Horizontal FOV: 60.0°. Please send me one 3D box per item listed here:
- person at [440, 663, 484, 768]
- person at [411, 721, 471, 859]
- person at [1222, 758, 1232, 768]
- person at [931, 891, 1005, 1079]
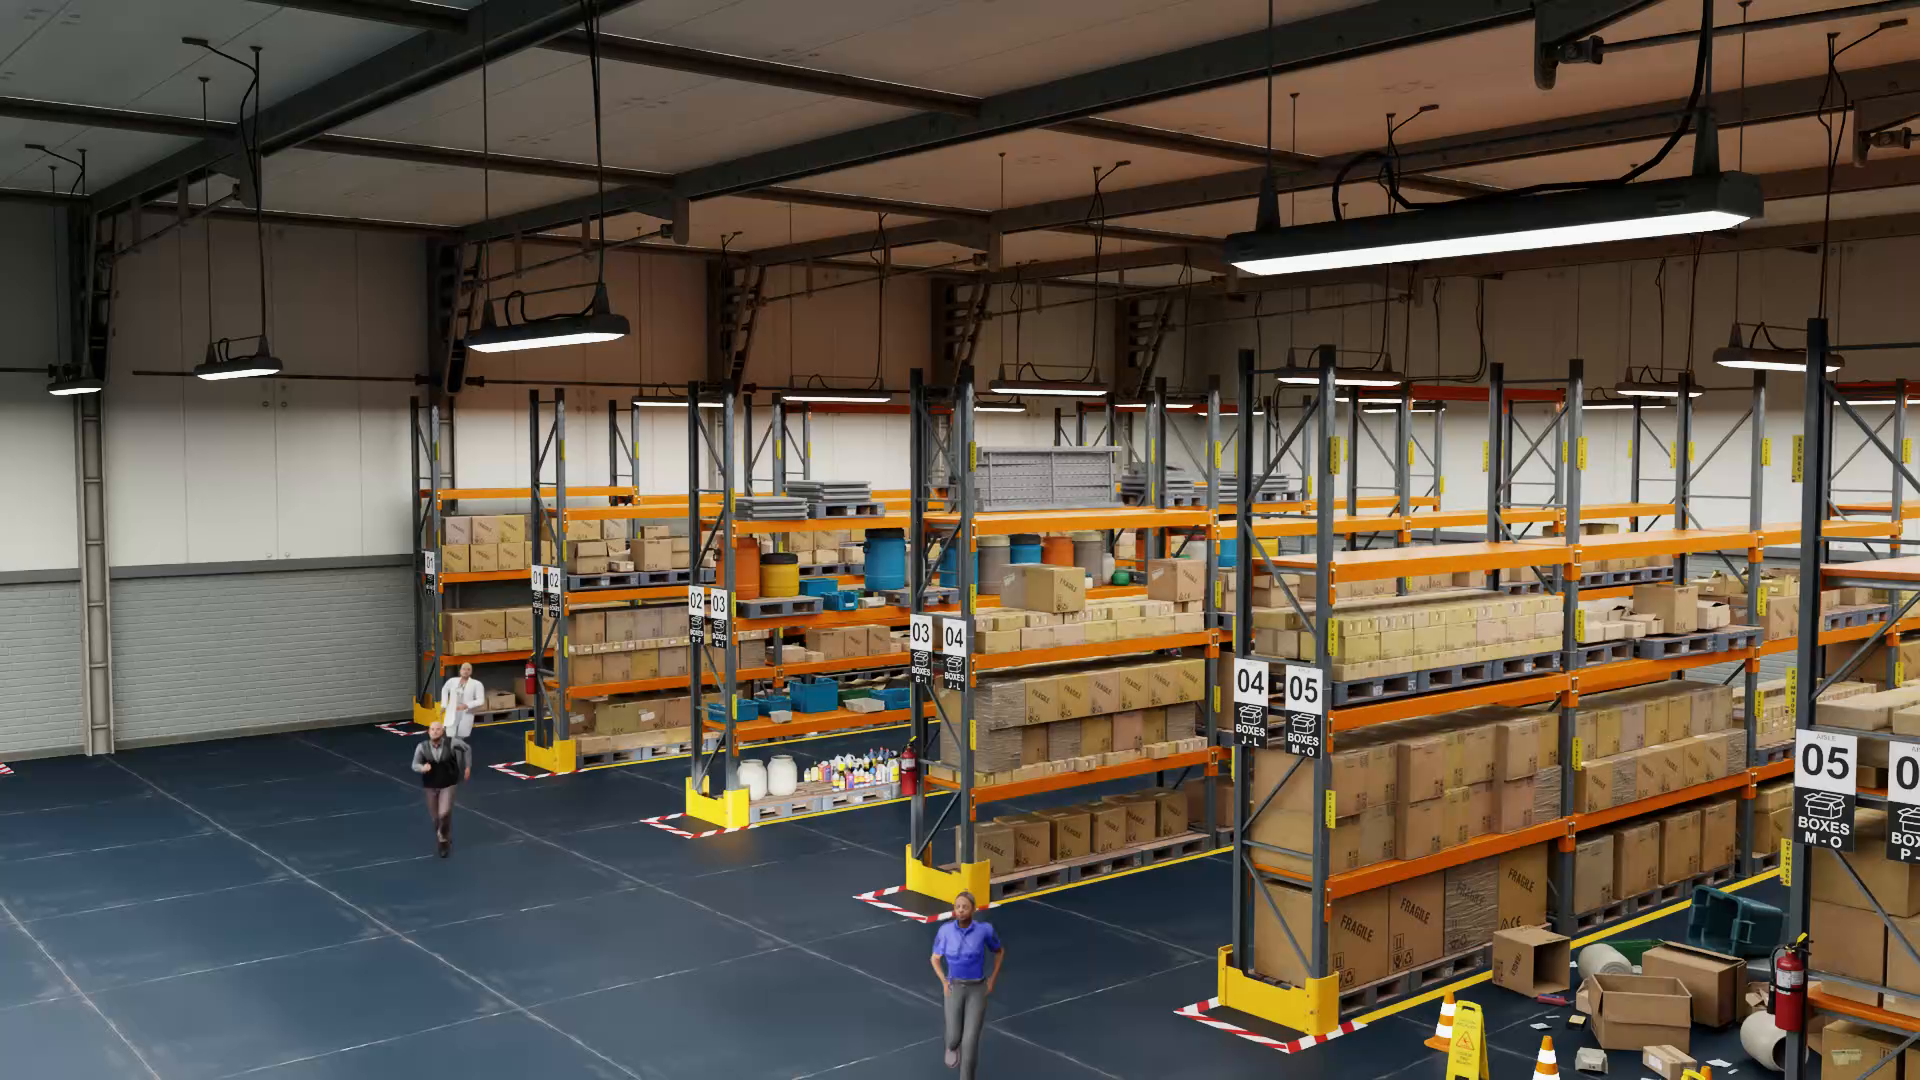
[{"bbox_3d":[-7.673,2.814,25.619,0.686,1.671,0.791,-1,3,-10],"label":"person"},{"bbox_3d":[-6.447,3.086,20.664,0.682,1.711,0.807,0,3,-8],"label":"person"},{"bbox_3d":[4.219,2.749,26.126,0.694,1.723,0.629,3,4,38],"label":"person"},{"bbox_3d":[0.062,3.590,13.188,0.586,1.639,0.769,0,3,5],"label":"person"}]
